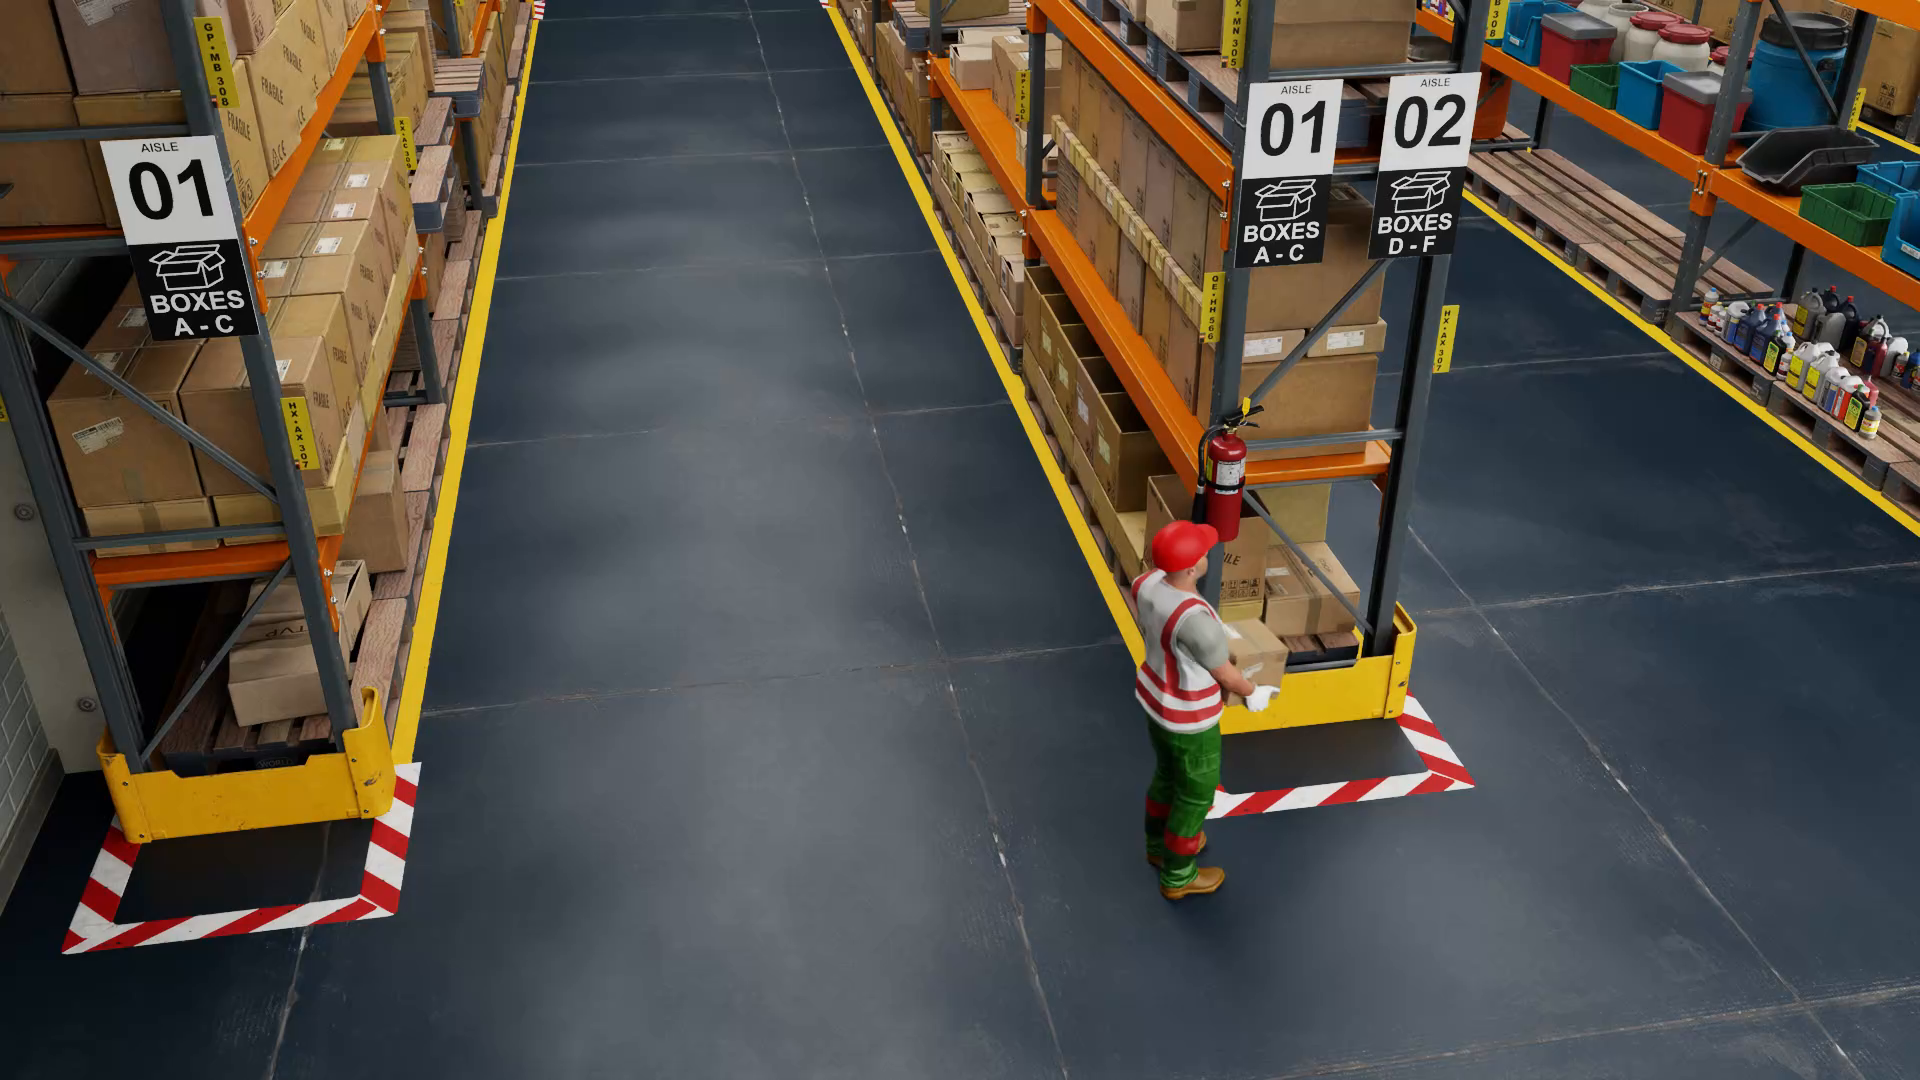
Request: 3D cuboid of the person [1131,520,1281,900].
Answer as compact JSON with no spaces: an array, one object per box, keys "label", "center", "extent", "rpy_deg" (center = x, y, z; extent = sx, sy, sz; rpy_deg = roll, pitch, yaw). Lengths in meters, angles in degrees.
[{"label":"person","center":[1.013,0.676,6.966],"extent":[0.562,1.787,0.505],"rpy_deg":[-12,32,-19]}]
